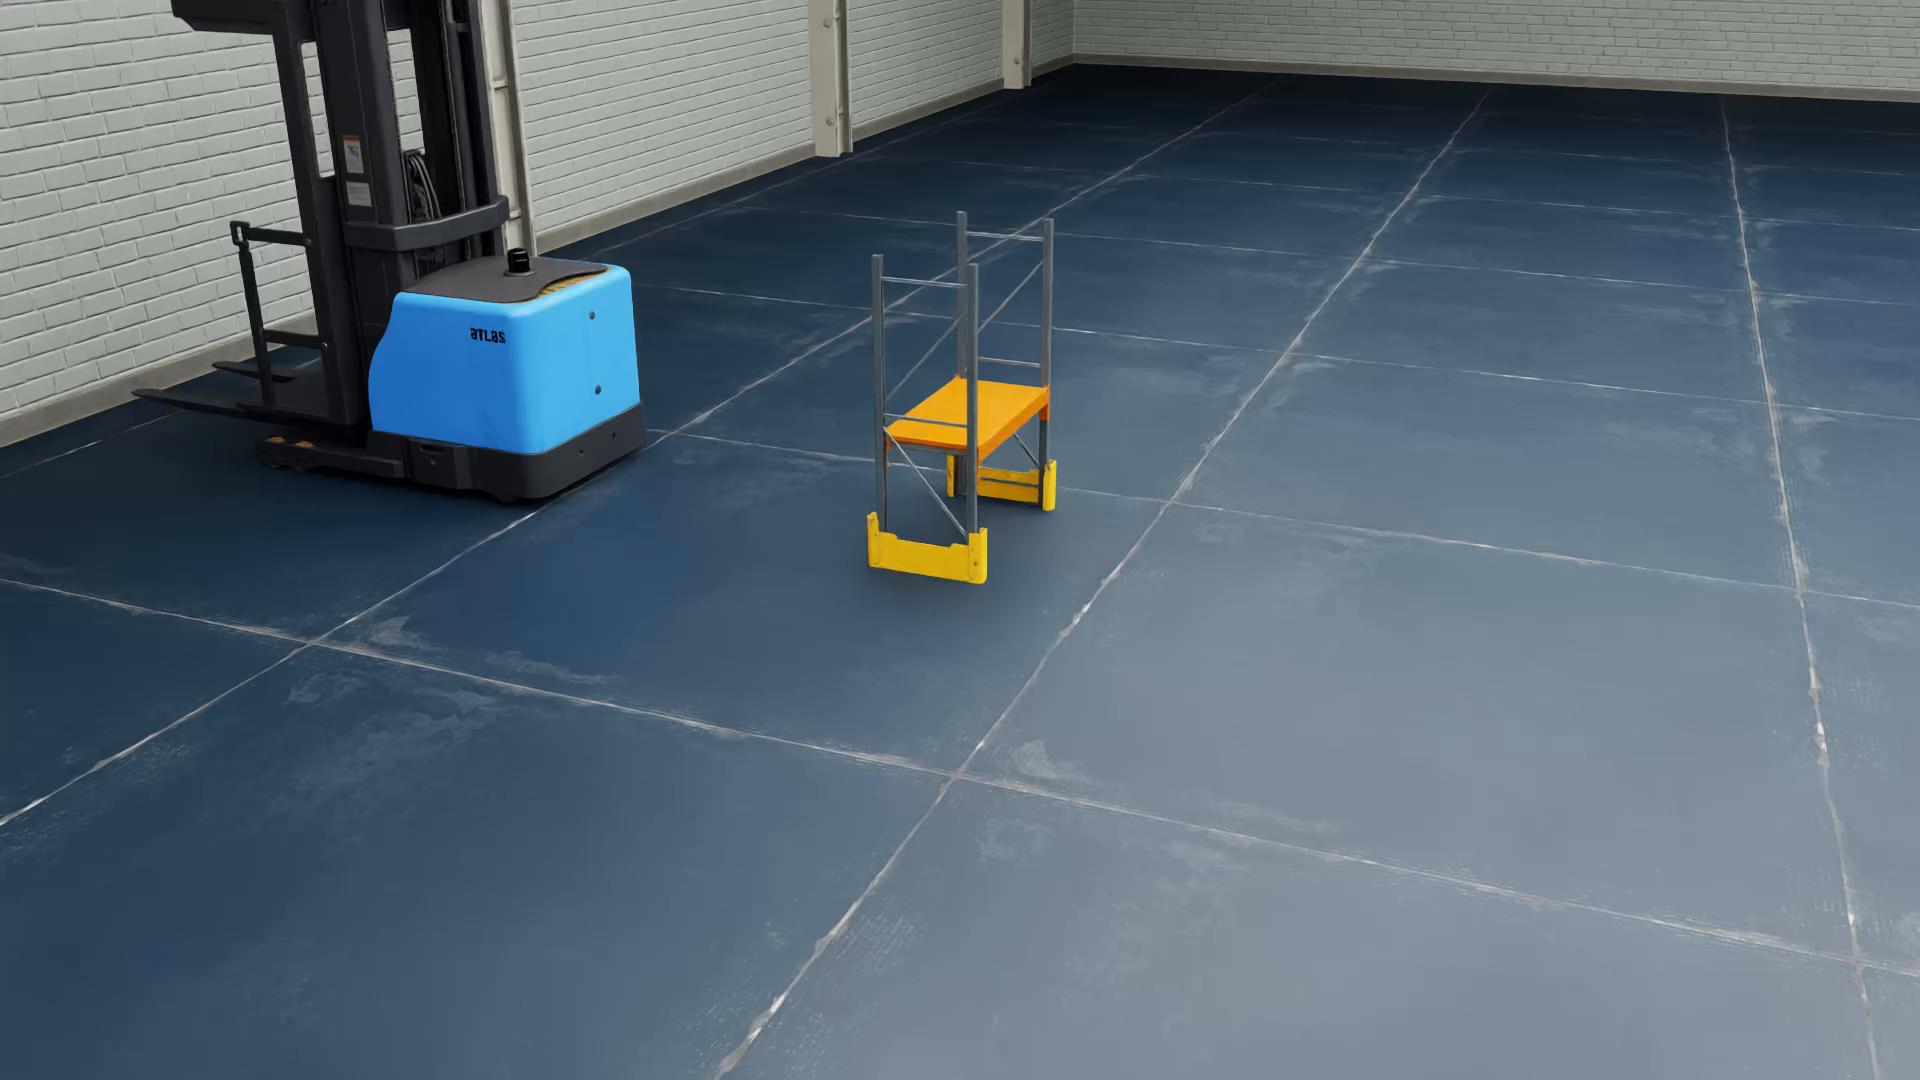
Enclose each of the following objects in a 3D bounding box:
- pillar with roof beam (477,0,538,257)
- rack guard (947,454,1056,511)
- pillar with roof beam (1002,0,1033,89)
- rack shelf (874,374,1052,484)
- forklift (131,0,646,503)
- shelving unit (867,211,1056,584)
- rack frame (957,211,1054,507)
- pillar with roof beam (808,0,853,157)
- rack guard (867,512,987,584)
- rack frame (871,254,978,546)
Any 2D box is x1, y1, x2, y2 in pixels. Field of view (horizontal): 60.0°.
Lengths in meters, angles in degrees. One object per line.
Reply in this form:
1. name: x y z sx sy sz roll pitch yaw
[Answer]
1. pillar with roof beam: 0.346 -5.712 10.249 9.100 9.000 0.400 9 24 20
2. rack guard: 0.213 -0.321 8.694 0.587 0.250 0.087 9 24 20
3. pillar with roof beam: 4.804 -10.006 20.529 9.100 9.000 0.400 9 24 20
4. rack shelf: 0.032 -0.557 8.103 0.538 0.185 1.000 9 24 20
5. forklift: -3.339 -1.902 9.000 3.031 2.935 1.130 9 24 21
6. shelving unit: 0.028 -0.719 8.026 0.587 1.500 1.083 9 24 20
7. rack frame: 0.221 -0.904 8.470 0.500 1.500 0.032 9 24 20
8. pillar with roof beam: 2.575 -7.859 15.389 9.100 9.000 0.400 9 24 20
9. rack guard: -0.157 0.036 7.840 0.587 0.250 0.087 9 24 20
10. rack frame: -0.157 -0.541 7.599 0.500 1.500 0.032 9 24 20
